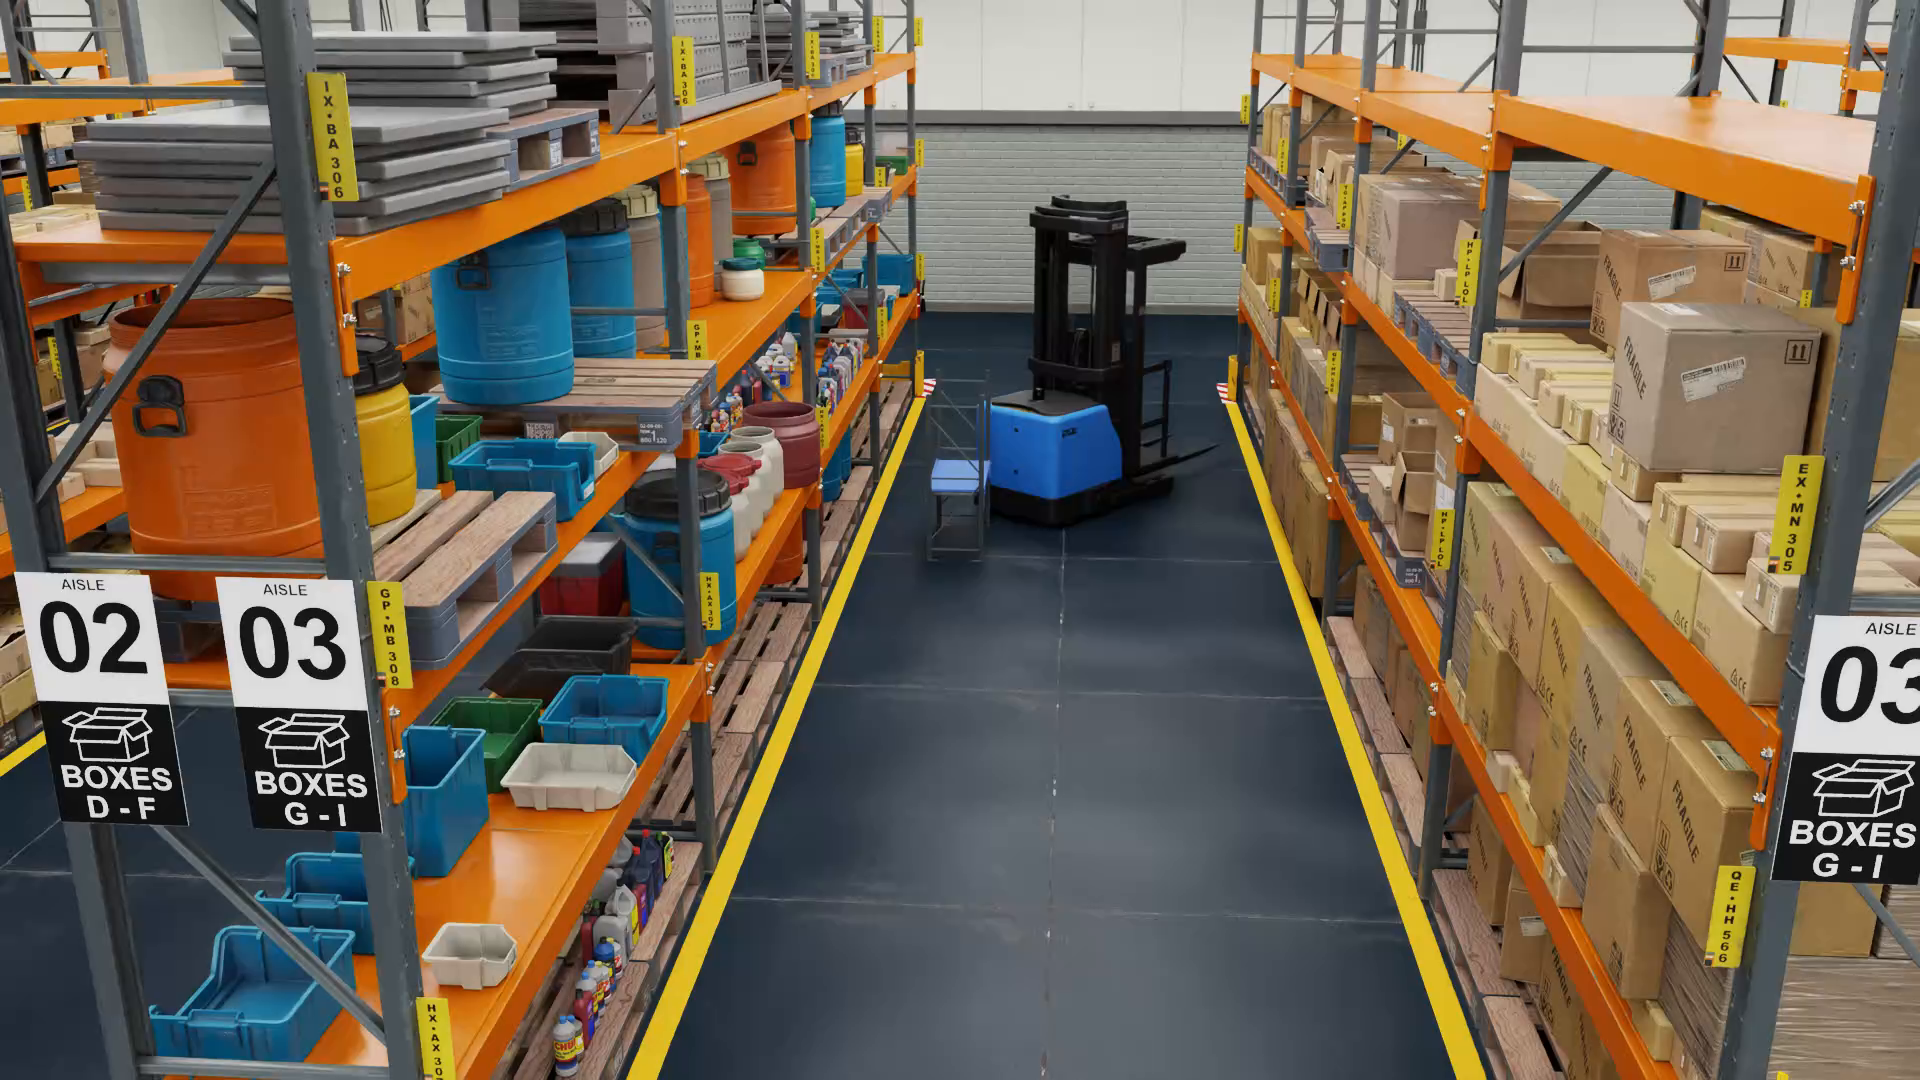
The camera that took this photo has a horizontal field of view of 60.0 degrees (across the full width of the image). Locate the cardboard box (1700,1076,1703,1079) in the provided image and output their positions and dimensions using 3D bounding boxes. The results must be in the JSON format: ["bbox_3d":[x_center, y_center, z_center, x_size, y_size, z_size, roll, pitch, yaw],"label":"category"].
[{"bbox_3d":[2.572,1.826,5.262,0.380,0.149,0.250,1,18,4],"label":"cardboard box"}]

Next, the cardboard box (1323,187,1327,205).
[{"bbox_3d":[3.362,-2.973,14.419,0.380,0.149,0.250,1,18,2],"label":"cardboard box"}]

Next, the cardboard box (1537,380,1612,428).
[{"bbox_3d":[2.641,-0.566,6.943,0.380,0.149,0.250,1,18,3],"label":"cardboard box"}]

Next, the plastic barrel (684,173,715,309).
[{"bbox_3d":[-1.931,-1.971,10.942,0.600,0.830,0.708,1,18,4],"label":"plastic barrel"}]

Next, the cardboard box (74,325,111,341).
[{"bbox_3d":[-10.695,-2.557,20.535,0.380,0.149,0.250,1,18,3],"label":"cardboard box"}]

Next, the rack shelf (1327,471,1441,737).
[{"bbox_3d":[3.188,0.279,10.738,1.077,0.370,4.000,1,18,4],"label":"rack shelf"}]

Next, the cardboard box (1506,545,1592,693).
[{"bbox_3d":[2.688,0.339,7.156,0.500,0.500,0.500,1,18,4],"label":"cardboard box"}]

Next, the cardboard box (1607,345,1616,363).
[{"bbox_3d":[3.199,-0.797,7.650,0.380,0.149,0.250,1,18,5],"label":"cardboard box"}]

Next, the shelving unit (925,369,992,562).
[{"bbox_3d":[-0.006,-0.686,14.936,0.538,1.500,1.048,1,18,4],"label":"shelving unit"}]

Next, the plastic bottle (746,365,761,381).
[{"bbox_3d":[-1.848,-1.409,14.812,0.144,0.351,0.185,1,18,4],"label":"plastic bottle"}]

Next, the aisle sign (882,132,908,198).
[{"bbox_3d":[-0.738,-4.531,20.085,0.394,0.787,0.004,1,18,4],"label":"aisle sign"}]

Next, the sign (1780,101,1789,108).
[{"bbox_3d":[9.397,-4.855,19.009,0.100,0.325,0.005,1,18,4],"label":"sign"}]

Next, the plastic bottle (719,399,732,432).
[{"bbox_3d":[-1.949,-1.037,13.803,0.097,0.271,0.097,0,18,0],"label":"plastic bottle"}]

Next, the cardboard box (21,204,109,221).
[{"bbox_3d":[-6.526,-2.318,12.257,0.500,0.250,0.500,0,18,0],"label":"cardboard box"}]

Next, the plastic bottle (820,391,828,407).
[{"bbox_3d":[-1.151,-1.123,14.047,0.061,0.283,0.133,1,18,4],"label":"plastic bottle"}]

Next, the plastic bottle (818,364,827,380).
[{"bbox_3d":[-1.242,-1.460,15.094,0.097,0.271,0.097,0,18,0],"label":"plastic bottle"}]

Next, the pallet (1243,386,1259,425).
[{"bbox_3d":[3.925,-1.594,19.775,1.003,0.211,1.213,1,18,4],"label":"pallet"}]

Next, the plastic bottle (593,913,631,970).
[{"bbox_3d":[-1.707,1.949,8.151,0.152,0.276,0.135,2,18,5],"label":"plastic bottle"}]

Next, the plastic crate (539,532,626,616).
[{"bbox_3d":[-2.166,0.260,9.538,0.402,0.464,0.583,1,18,4],"label":"plastic crate"}]

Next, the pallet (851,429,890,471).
[{"bbox_3d":[-1.308,-0.941,17.784,1.003,0.211,1.213,1,18,4],"label":"pallet"}]

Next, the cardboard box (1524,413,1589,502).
[{"bbox_3d":[2.678,-0.344,6.905,0.500,0.250,0.500,1,18,2],"label":"cardboard box"}]

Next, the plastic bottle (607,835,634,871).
[{"bbox_3d":[-1.798,1.700,8.791,0.144,0.351,0.185,1,18,4],"label":"plastic bottle"}]

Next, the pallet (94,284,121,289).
[{"bbox_3d":[-6.509,-2.030,12.113,1.213,0.211,1.003,2,18,6],"label":"pallet"}]

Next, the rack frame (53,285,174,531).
[{"bbox_3d":[-6.549,-0.907,13.200,1.000,3.000,0.127,1,18,4],"label":"rack frame"}]

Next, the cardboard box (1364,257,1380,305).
[{"bbox_3d":[3.006,-1.739,11.163,0.500,0.250,0.500,2,18,5],"label":"cardboard box"}]

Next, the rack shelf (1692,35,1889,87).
[{"bbox_3d":[8.701,-4.913,16.953,1.077,0.370,4.000,1,18,4],"label":"rack shelf"}]

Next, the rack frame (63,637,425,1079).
[{"bbox_3d":[-2.183,1.690,5.276,1.000,3.000,0.127,1,18,4],"label":"rack frame"}]

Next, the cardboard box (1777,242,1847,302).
[{"bbox_3d":[8.322,-2.601,16.126,0.500,0.500,0.500,1,18,2],"label":"cardboard box"}]

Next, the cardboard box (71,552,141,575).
[{"bbox_3d":[-6.372,0.264,12.469,0.500,0.311,0.500,1,18,3],"label":"cardboard box"}]

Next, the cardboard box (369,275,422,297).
[{"bbox_3d":[-5.948,-2.812,17.248,0.500,0.500,0.500,2,18,5],"label":"cardboard box"}]

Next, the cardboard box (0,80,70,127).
[{"bbox_3d":[-10.744,-5.070,19.289,0.500,0.500,0.500,2,18,6],"label":"cardboard box"}]

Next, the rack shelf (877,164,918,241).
[{"bbox_3d":[-1.179,-3.742,18.191,1.077,0.370,4.000,1,18,4],"label":"rack shelf"}]

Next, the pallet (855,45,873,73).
[{"bbox_3d":[-1.351,-4.351,15.022,1.003,0.211,1.213,1,18,4],"label":"pallet"}]

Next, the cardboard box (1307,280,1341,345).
[{"bbox_3d":[3.520,-2.040,14.886,0.797,0.503,0.637,1,18,5],"label":"cardboard box"}]

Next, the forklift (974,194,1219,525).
[{"bbox_3d":[1.492,-1.917,16.395,1.130,2.935,3.031,16,24,40],"label":"forklift"}]

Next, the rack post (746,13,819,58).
[{"bbox_3d":[-1.598,-3.836,12.626,0.954,0.300,0.937,1,18,4],"label":"rack post"}]

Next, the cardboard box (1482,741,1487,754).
[{"bbox_3d":[2.699,0.971,7.874,0.380,0.149,0.250,1,18,4],"label":"cardboard box"}]

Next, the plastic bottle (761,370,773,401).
[{"bbox_3d":[-1.724,-1.382,14.858,0.097,0.271,0.097,0,18,0],"label":"plastic bottle"}]

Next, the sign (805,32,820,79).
[{"bbox_3d":[-1.060,-3.482,11.944,0.100,0.325,0.005,1,18,4],"label":"sign"}]

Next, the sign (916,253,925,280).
[{"bbox_3d":[-0.486,-3.350,20.394,0.100,0.325,0.005,1,18,4],"label":"sign"}]

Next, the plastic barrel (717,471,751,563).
[{"bbox_3d":[-1.556,-0.137,10.634,0.433,0.535,0.433,0,18,0],"label":"plastic barrel"}]

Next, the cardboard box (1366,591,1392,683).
[{"bbox_3d":[3.276,0.675,11.679,0.700,0.500,0.500,0,18,-1],"label":"cardboard box"}]

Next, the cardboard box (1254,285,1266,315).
[{"bbox_3d":[3.499,-2.616,18.181,0.500,0.250,0.500,1,18,3],"label":"cardboard box"}]

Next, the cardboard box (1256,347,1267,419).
[{"bbox_3d":[3.873,-1.876,18.895,0.875,0.875,0.875,1,18,4],"label":"cardboard box"}]

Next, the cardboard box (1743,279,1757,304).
[{"bbox_3d":[8.386,-2.446,17.259,0.500,0.500,0.500,1,18,4],"label":"cardboard box"}]

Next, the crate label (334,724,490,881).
[{"bbox_3d":[-2.320,1.095,7.034,0.502,0.435,0.616,1,18,4],"label":"crate label"}]

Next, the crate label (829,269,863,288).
[{"bbox_3d":[-1.382,-3.159,20.247,0.416,0.233,0.303,1,18,4],"label":"crate label"}]

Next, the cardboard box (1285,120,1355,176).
[{"bbox_3d":[3.614,-3.891,16.495,0.700,0.500,0.500,0,18,1],"label":"cardboard box"}]

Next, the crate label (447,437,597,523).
[{"bbox_3d":[-1.719,-0.239,6.584,0.502,0.251,0.408,1,18,4],"label":"crate label"}]

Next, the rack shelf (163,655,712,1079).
[{"bbox_3d":[-2.039,1.410,7.284,1.077,0.370,4.000,1,18,4],"label":"rack shelf"}]

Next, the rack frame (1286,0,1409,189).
[{"bbox_3d":[3.618,-4.778,15.379,1.000,3.000,0.127,1,18,4],"label":"rack frame"}]

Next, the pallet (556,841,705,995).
[{"bbox_3d":[-1.986,1.980,8.868,1.003,0.211,1.213,1,18,4],"label":"pallet"}]

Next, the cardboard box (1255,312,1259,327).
[{"bbox_3d":[3.424,-2.388,18.123,0.380,0.149,0.250,2,18,5],"label":"cardboard box"}]
